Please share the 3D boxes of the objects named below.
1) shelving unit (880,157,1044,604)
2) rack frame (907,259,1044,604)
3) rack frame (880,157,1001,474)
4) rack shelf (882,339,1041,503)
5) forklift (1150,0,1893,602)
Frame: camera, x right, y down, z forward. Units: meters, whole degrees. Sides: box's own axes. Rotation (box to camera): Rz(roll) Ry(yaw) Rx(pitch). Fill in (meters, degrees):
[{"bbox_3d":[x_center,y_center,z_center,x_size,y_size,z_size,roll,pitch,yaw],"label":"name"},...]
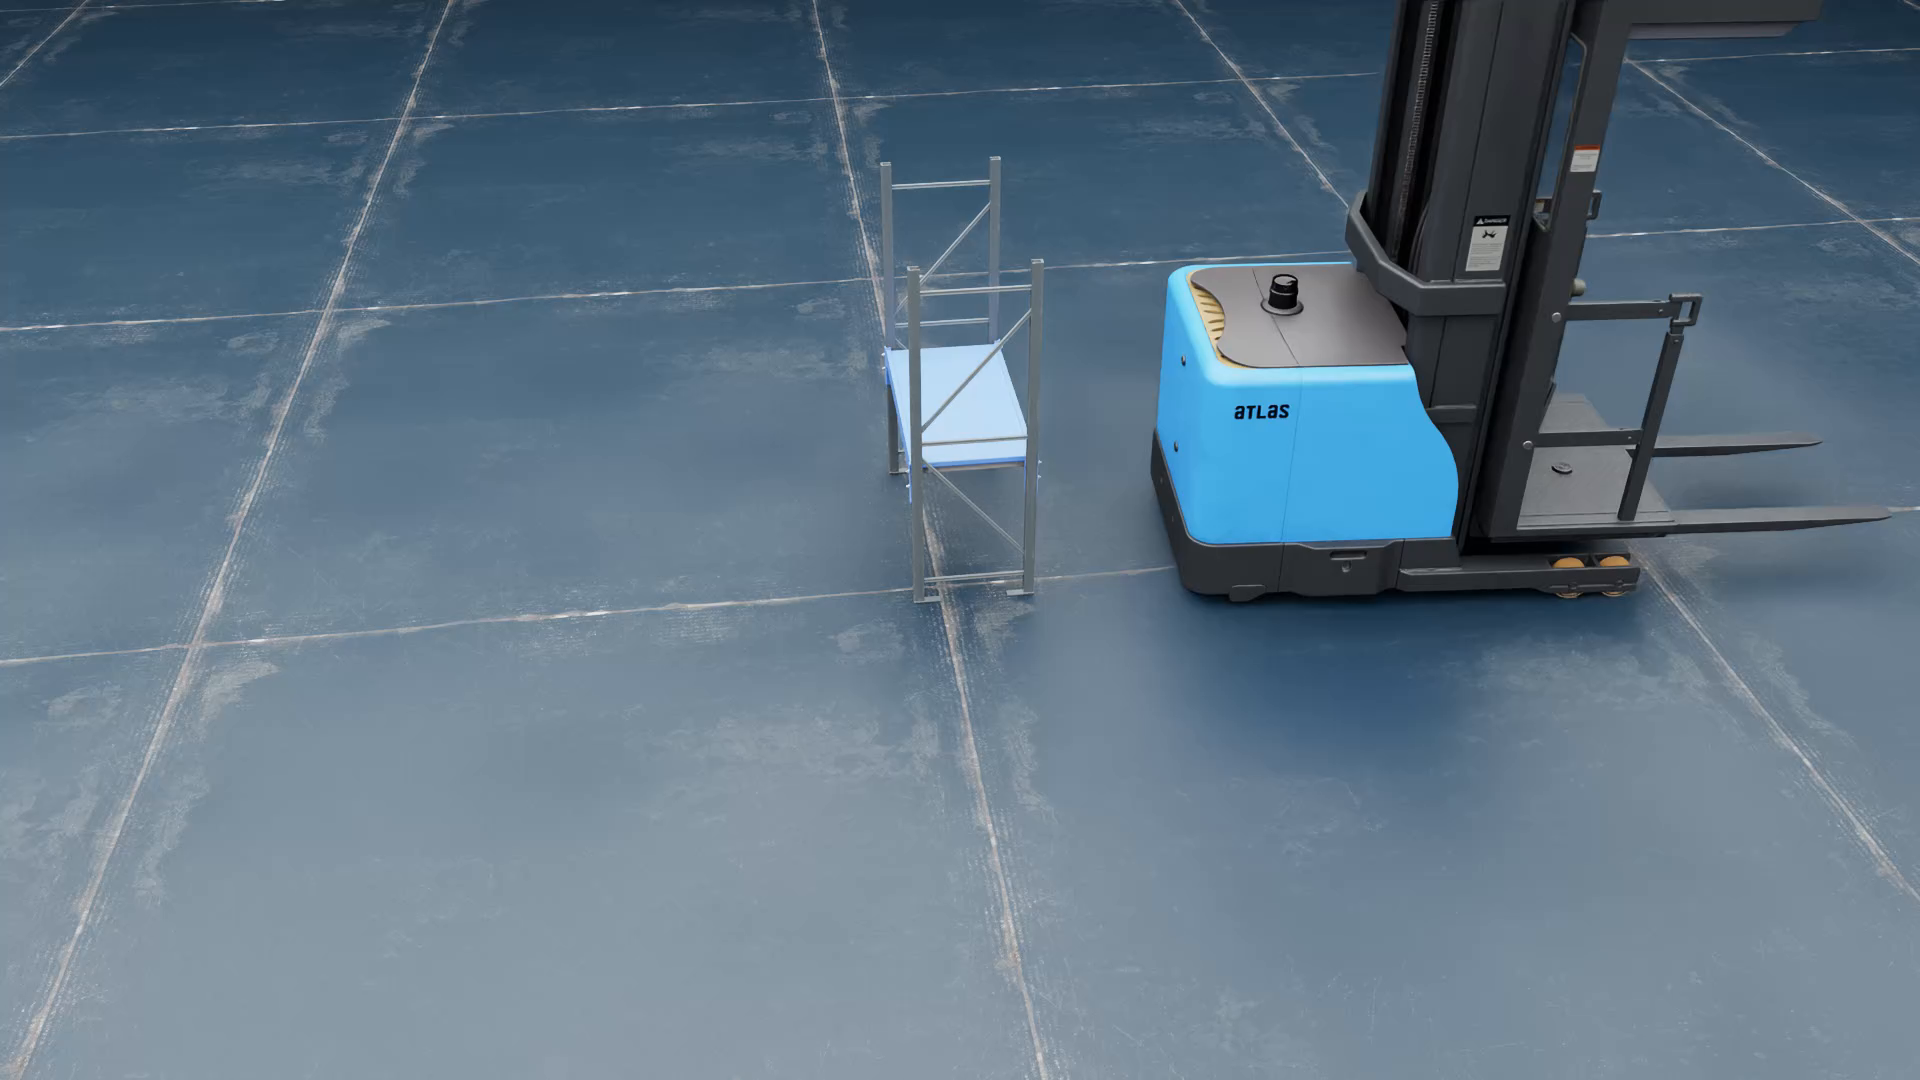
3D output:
[{"bbox_3d":[-0.011,-0.667,6.897,0.538,1.500,1.048,-4,35,-6],"label":"shelving unit"},{"bbox_3d":[0.057,-0.384,6.481,0.500,1.500,0.032,-4,35,-6],"label":"rack frame"},{"bbox_3d":[-0.080,-0.951,7.314,0.500,1.500,0.032,-4,35,-6],"label":"rack frame"},{"bbox_3d":[-0.011,-0.519,6.999,0.538,0.185,1.000,-4,35,-6],"label":"rack shelf"},{"bbox_3d":[2.403,-1.268,6.508,3.031,2.935,1.130,-2,34,-3],"label":"forklift"}]
